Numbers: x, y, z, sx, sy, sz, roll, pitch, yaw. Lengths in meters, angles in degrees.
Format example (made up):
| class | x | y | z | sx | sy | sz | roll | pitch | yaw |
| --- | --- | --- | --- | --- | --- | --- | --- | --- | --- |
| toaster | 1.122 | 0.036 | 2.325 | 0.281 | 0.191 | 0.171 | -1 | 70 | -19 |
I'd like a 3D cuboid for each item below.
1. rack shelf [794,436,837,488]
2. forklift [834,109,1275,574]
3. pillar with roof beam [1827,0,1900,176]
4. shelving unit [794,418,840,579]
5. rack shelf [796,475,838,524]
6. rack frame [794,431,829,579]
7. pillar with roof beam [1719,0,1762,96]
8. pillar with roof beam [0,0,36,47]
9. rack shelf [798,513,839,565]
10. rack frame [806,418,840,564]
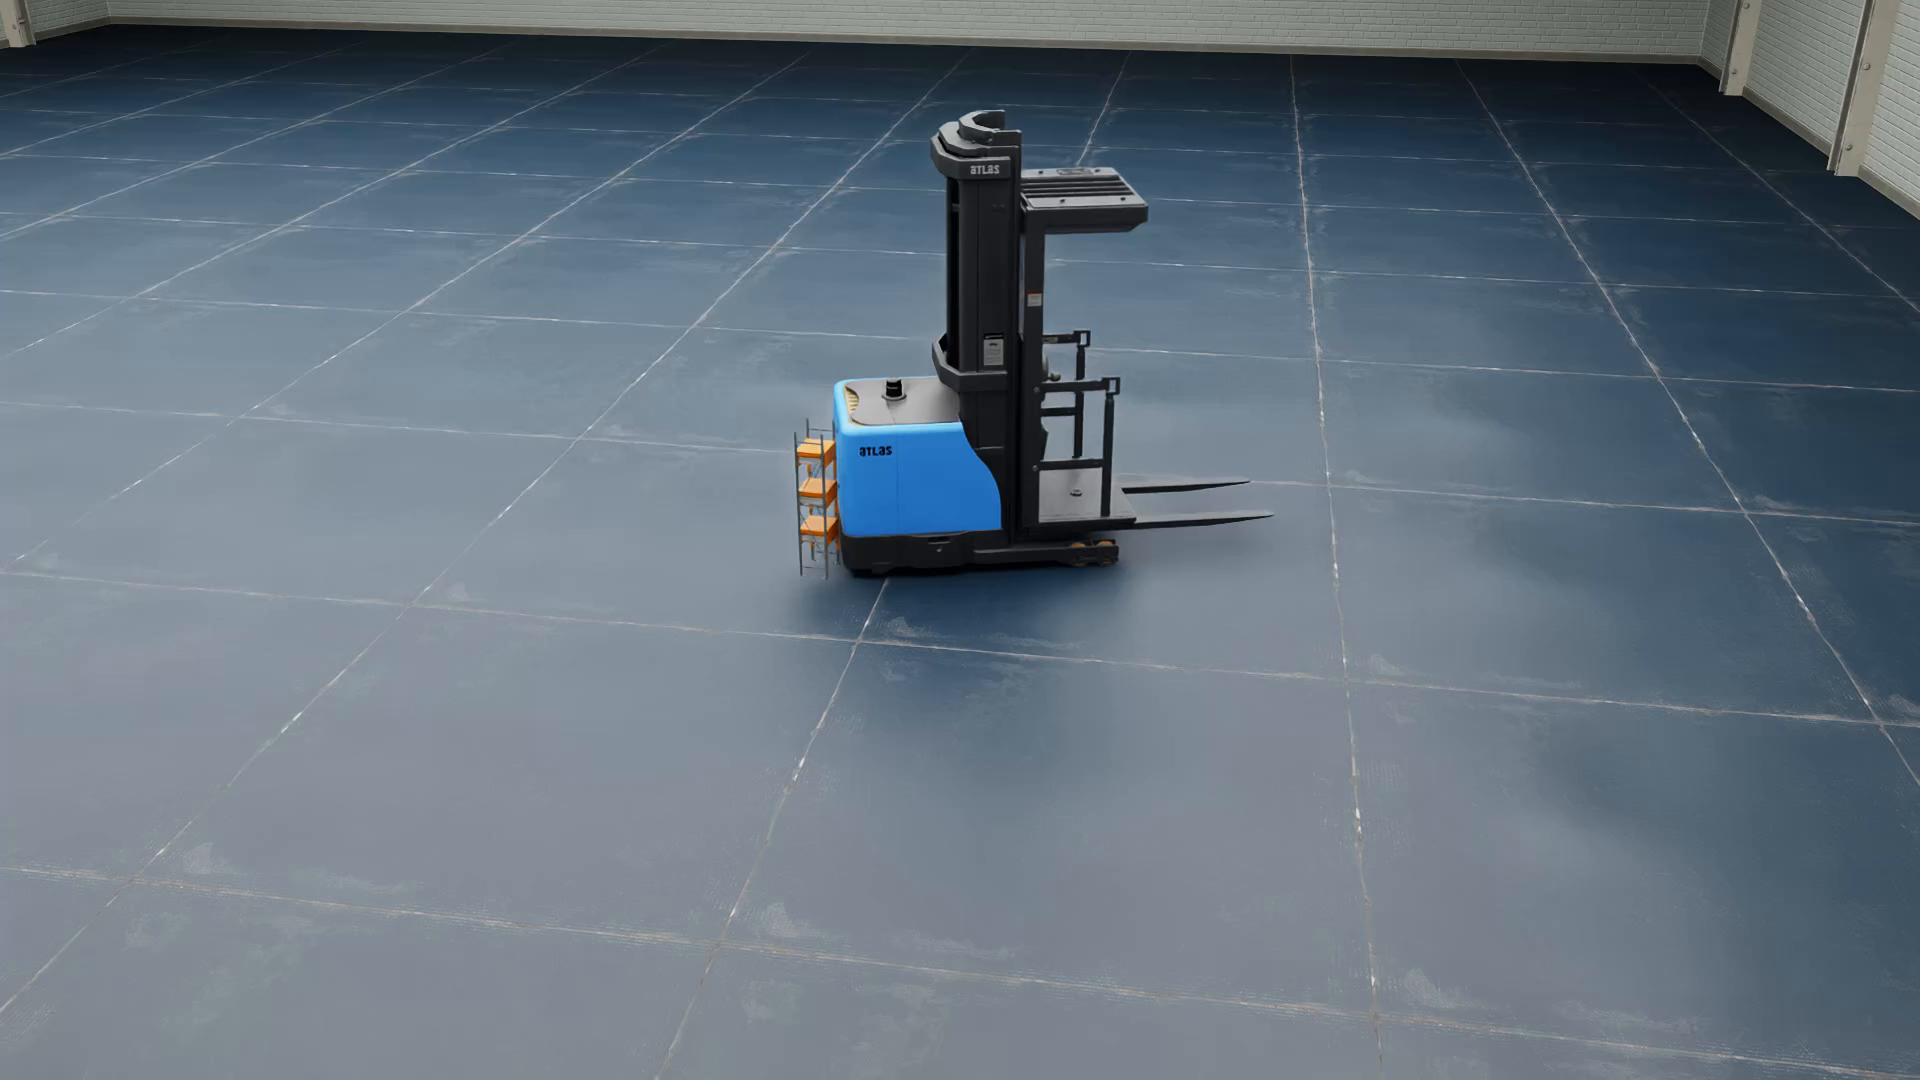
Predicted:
| class | x | y | z | sx | sy | sz | roll | pitch | yaw |
| --- | --- | --- | --- | --- | --- | --- | --- | --- | --- |
| rack shelf | -0.956 | -0.519 | 11.021 | 0.215 | 0.259 | 0.240 | 6 | 26 | 13 |
| forklift | 0.660 | -1.360 | 11.242 | 3.031 | 2.935 | 1.130 | -3 | 25 | -7 |
| pillar with roof beam | 7.613 | -9.304 | 21.057 | 9.100 | 9.000 | 0.400 | 4 | 25 | 9 |
| shelving unit | -0.956 | -0.272 | 11.137 | 0.215 | 1.050 | 0.252 | 6 | 26 | 13 |
| rack shelf | -0.956 | -0.262 | 11.141 | 0.215 | 0.259 | 0.240 | 6 | 26 | 13 |
| rack frame | -0.985 | -0.222 | 11.029 | 0.200 | 1.050 | 0.008 | 6 | 26 | 13 |
| pillar with roof beam | 8.593 | -11.813 | 26.418 | 9.100 | 9.000 | 0.400 | 4 | 25 | 9 |
| pillar with roof beam | -13.989 | -13.399 | 29.806 | 9.100 | 9.000 | 0.400 | 4 | 25 | 9 |
| rack shelf | -0.956 | -0.011 | 11.259 | 0.215 | 0.259 | 0.240 | 6 | 26 | 13 |
| rack frame | -0.927 | -0.322 | 11.244 | 0.200 | 1.050 | 0.008 | 6 | 26 | 13 |
